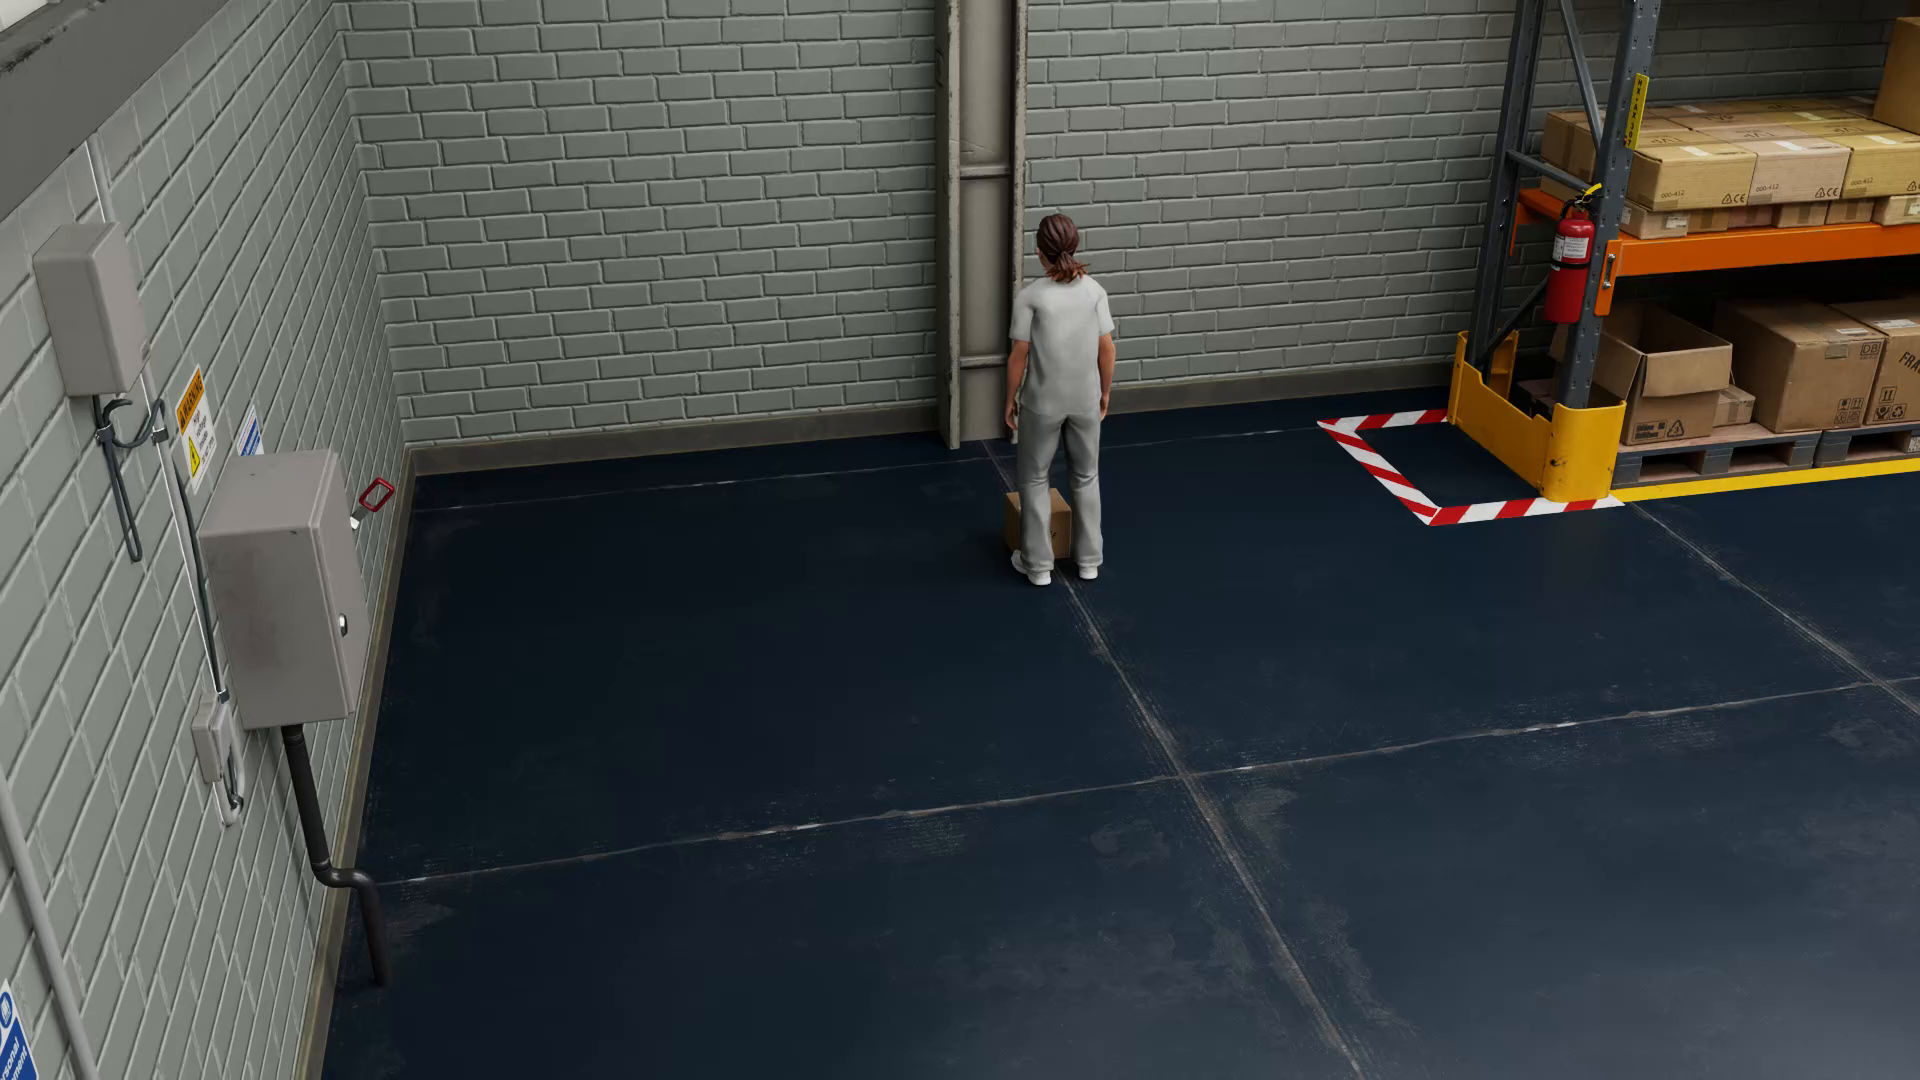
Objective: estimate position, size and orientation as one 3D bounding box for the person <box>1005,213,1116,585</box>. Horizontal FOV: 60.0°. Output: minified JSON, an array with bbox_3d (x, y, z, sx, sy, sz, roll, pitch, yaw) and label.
[{"bbox_3d":[0.432,-0.597,7.297,0.486,1.673,0.358,-6,27,-11],"label":"person"}]
